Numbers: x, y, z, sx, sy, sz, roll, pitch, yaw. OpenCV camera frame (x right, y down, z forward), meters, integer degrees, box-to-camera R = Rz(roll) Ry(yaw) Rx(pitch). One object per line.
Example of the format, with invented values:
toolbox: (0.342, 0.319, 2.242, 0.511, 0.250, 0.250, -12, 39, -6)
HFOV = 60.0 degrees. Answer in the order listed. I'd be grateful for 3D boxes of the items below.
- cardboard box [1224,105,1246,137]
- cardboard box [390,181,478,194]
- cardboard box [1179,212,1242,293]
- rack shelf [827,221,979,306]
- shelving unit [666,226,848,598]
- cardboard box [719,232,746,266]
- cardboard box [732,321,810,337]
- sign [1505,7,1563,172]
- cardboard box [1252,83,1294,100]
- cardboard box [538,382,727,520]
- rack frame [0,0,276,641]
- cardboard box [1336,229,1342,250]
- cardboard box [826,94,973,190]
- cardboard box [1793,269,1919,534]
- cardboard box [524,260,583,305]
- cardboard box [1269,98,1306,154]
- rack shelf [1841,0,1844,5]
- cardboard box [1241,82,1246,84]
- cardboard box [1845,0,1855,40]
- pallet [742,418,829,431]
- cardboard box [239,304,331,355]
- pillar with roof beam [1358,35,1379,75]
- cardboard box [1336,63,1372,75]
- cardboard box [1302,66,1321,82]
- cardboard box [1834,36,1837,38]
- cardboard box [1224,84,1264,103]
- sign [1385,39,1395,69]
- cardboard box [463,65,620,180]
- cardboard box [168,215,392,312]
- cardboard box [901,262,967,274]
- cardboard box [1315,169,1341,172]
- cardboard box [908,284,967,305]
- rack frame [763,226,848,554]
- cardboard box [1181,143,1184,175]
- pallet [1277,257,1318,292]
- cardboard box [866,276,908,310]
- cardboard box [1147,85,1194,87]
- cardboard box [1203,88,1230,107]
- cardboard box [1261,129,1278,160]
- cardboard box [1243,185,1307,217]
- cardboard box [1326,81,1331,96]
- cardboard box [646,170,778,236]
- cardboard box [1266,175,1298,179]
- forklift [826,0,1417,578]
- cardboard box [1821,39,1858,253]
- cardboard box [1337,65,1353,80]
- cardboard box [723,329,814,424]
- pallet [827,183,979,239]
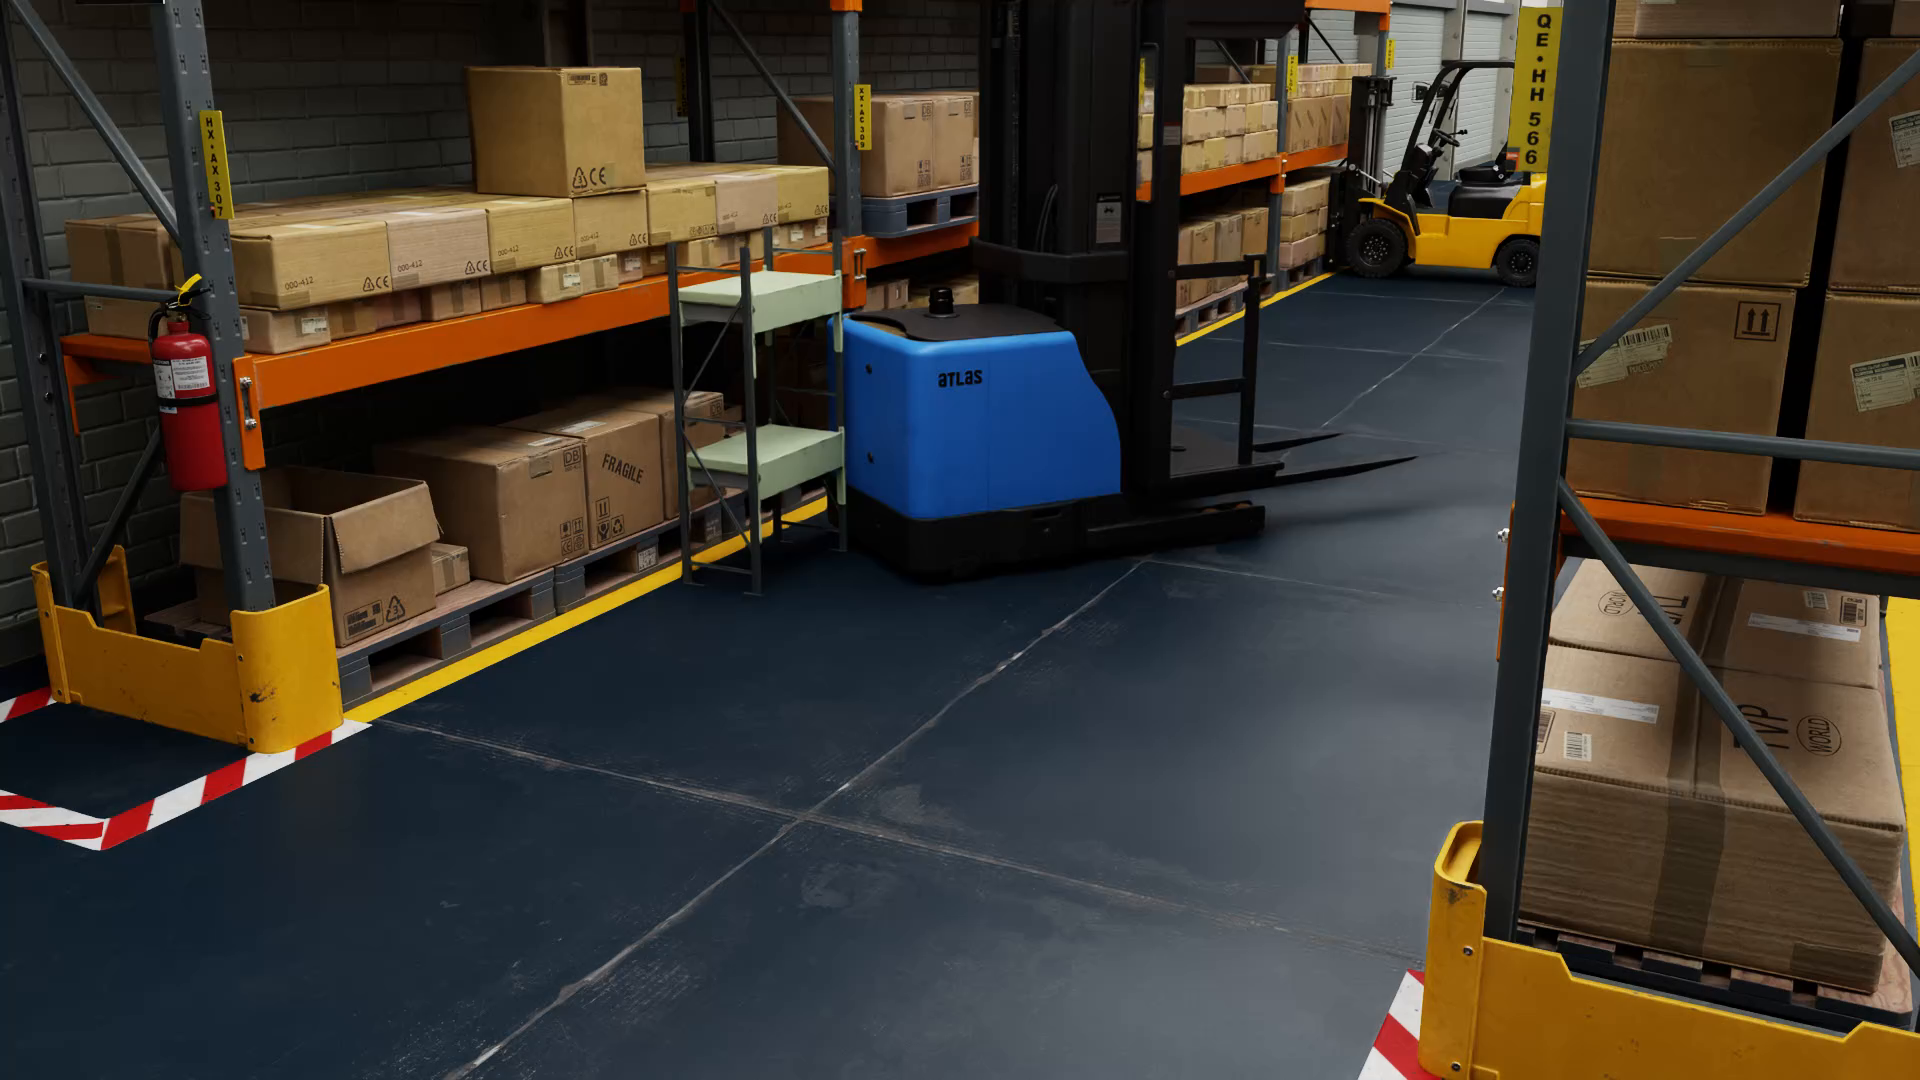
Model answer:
cardboard box: (2.135, -3.615, 14.312, 0.500, 0.250, 0.500, 8, 19, 26)
cardboard box: (-2.121, -1.421, 7.281, 0.500, 0.250, 0.500, 8, 18, 25)
cardboard box: (2.006, -2.598, 14.936, 0.875, 0.625, 0.625, 8, 18, 25)
rack shelf: (-0.099, -1.993, 10.729, 1.077, 0.370, 4.000, 8, 18, 25)
shelving unit: (-0.876, -0.591, 7.379, 0.431, 1.500, 0.755, 8, 18, 26)
cardboard box: (-1.242, -1.393, 7.887, 0.380, 0.149, 0.250, 9, 19, 27)
cardboard box: (-1.086, -1.273, 9.555, 0.380, 0.149, 0.250, 7, 18, 23)
sign: (1.183, -0.920, 3.404, 0.100, 0.325, 0.005, 8, 18, 25)
cardboard box: (2.960, -4.273, 15.827, 0.380, 0.149, 0.250, 8, 18, 24)
cardboard box: (-1.541, -0.433, 7.868, 0.700, 0.500, 0.500, 7, 18, 23)
rack frame: (-2.780, -0.809, 5.481, 1.000, 3.000, 0.127, 8, 18, 25)
cardboard box: (3.768, -3.221, 17.694, 0.500, 0.250, 0.500, 9, 19, 27)
cardboard box: (-0.345, -2.304, 9.601, 0.700, 0.500, 0.500, 8, 18, 26)
cardboard box: (2.134, -0.313, 3.633, 0.500, 0.500, 0.500, 8, 18, 25)
cardboard box: (-1.767, -1.060, 6.765, 0.380, 0.149, 0.250, 8, 18, 24)
cardboard box: (3.014, -3.994, 16.027, 0.500, 0.500, 0.500, 8, 18, 24)
rack shelf: (7.918, -4.838, 15.040, 1.077, 0.370, 4.000, 8, 18, 25)
cardboard box: (2.577, -4.408, 16.281, 0.380, 0.149, 0.250, 8, 18, 24)
cardboard box: (3.165, -1.735, 5.525, 0.380, 0.149, 0.250, 8, 18, 25)
pallet: (-0.663, -0.704, 10.023, 1.003, 0.211, 1.213, 8, 18, 25)
cardboard box: (-2.387, -0.738, 5.682, 0.380, 0.149, 0.250, 8, 18, 25)
pillar with roof beam: (9.785, -8.679, 21.439, 9.100, 9.000, 0.400, 8, 18, 25)
cardboard box: (4.398, -5.268, 18.656, 0.380, 0.149, 0.250, 8, 18, 26)
cardboard box: (3.339, -4.608, 16.432, 0.380, 0.149, 0.250, 9, 19, 27)
cardboard box: (2.105, -1.395, 4.381, 0.380, 0.149, 0.250, 8, 18, 25)
cardboard box: (2.529, -4.042, 15.049, 0.380, 0.149, 0.250, 8, 18, 25)
sign: (4.849, -5.481, 18.760, 0.100, 0.325, 0.005, 8, 18, 25)
cardboard box: (-1.896, -1.913, 7.621, 0.500, 0.500, 0.500, 8, 18, 24)
cardboard box: (-2.336, -0.961, 5.734, 0.500, 0.250, 0.500, 8, 18, 26)
cardboard box: (-0.177, -1.800, 11.330, 0.380, 0.149, 0.250, 8, 18, 24)
cardboard box: (4.220, -3.960, 18.423, 0.500, 0.250, 0.500, 8, 19, 26)
cardboard box: (-0.180, -1.478, 10.244, 0.380, 0.149, 0.250, 8, 18, 25)
rack frame: (-0.711, -0.684, 7.692, 0.400, 1.500, 0.023, 8, 18, 26)
cardboard box: (1.441, -2.985, 13.068, 0.500, 0.250, 0.500, 8, 18, 24)
pallet: (2.975, -2.727, 16.834, 1.003, 0.211, 1.213, 8, 18, 25)
cardboard box: (-0.521, -1.415, 9.510, 0.380, 0.149, 0.250, 7, 18, 23)
cardboard box: (1.859, -3.970, 14.807, 0.380, 0.149, 0.250, 8, 18, 25)
cardboard box: (2.035, -3.703, 13.909, 0.380, 0.149, 0.250, 8, 18, 24)
cardboard box: (2.591, -3.633, 15.250, 0.500, 0.250, 0.500, 9, 19, 27)
cardboard box: (3.079, -3.312, 16.242, 0.500, 0.250, 0.500, 8, 18, 25)
cardboard box: (3.558, -4.595, 16.912, 0.380, 0.149, 0.250, 7, 18, 24)
cardboard box: (-1.212, -1.609, 7.914, 0.500, 0.250, 0.500, 8, 18, 26)
cardboard box: (3.297, -3.766, 17.770, 0.500, 0.250, 0.500, 8, 18, 24)
forklift: (0.904, -1.514, 7.973, 3.031, 2.935, 1.130, -8, 19, -26)
cardboard box: (2.356, -0.925, 3.938, 0.500, 0.500, 0.500, 8, 18, 24)
cardboard box: (3.918, -4.931, 17.519, 0.380, 0.149, 0.250, 8, 19, 26)
cardboard box: (-1.038, -0.994, 9.756, 0.500, 0.500, 0.500, 8, 18, 25)
pallet: (-0.538, -1.926, 9.578, 1.003, 0.211, 1.213, 8, 18, 25)
